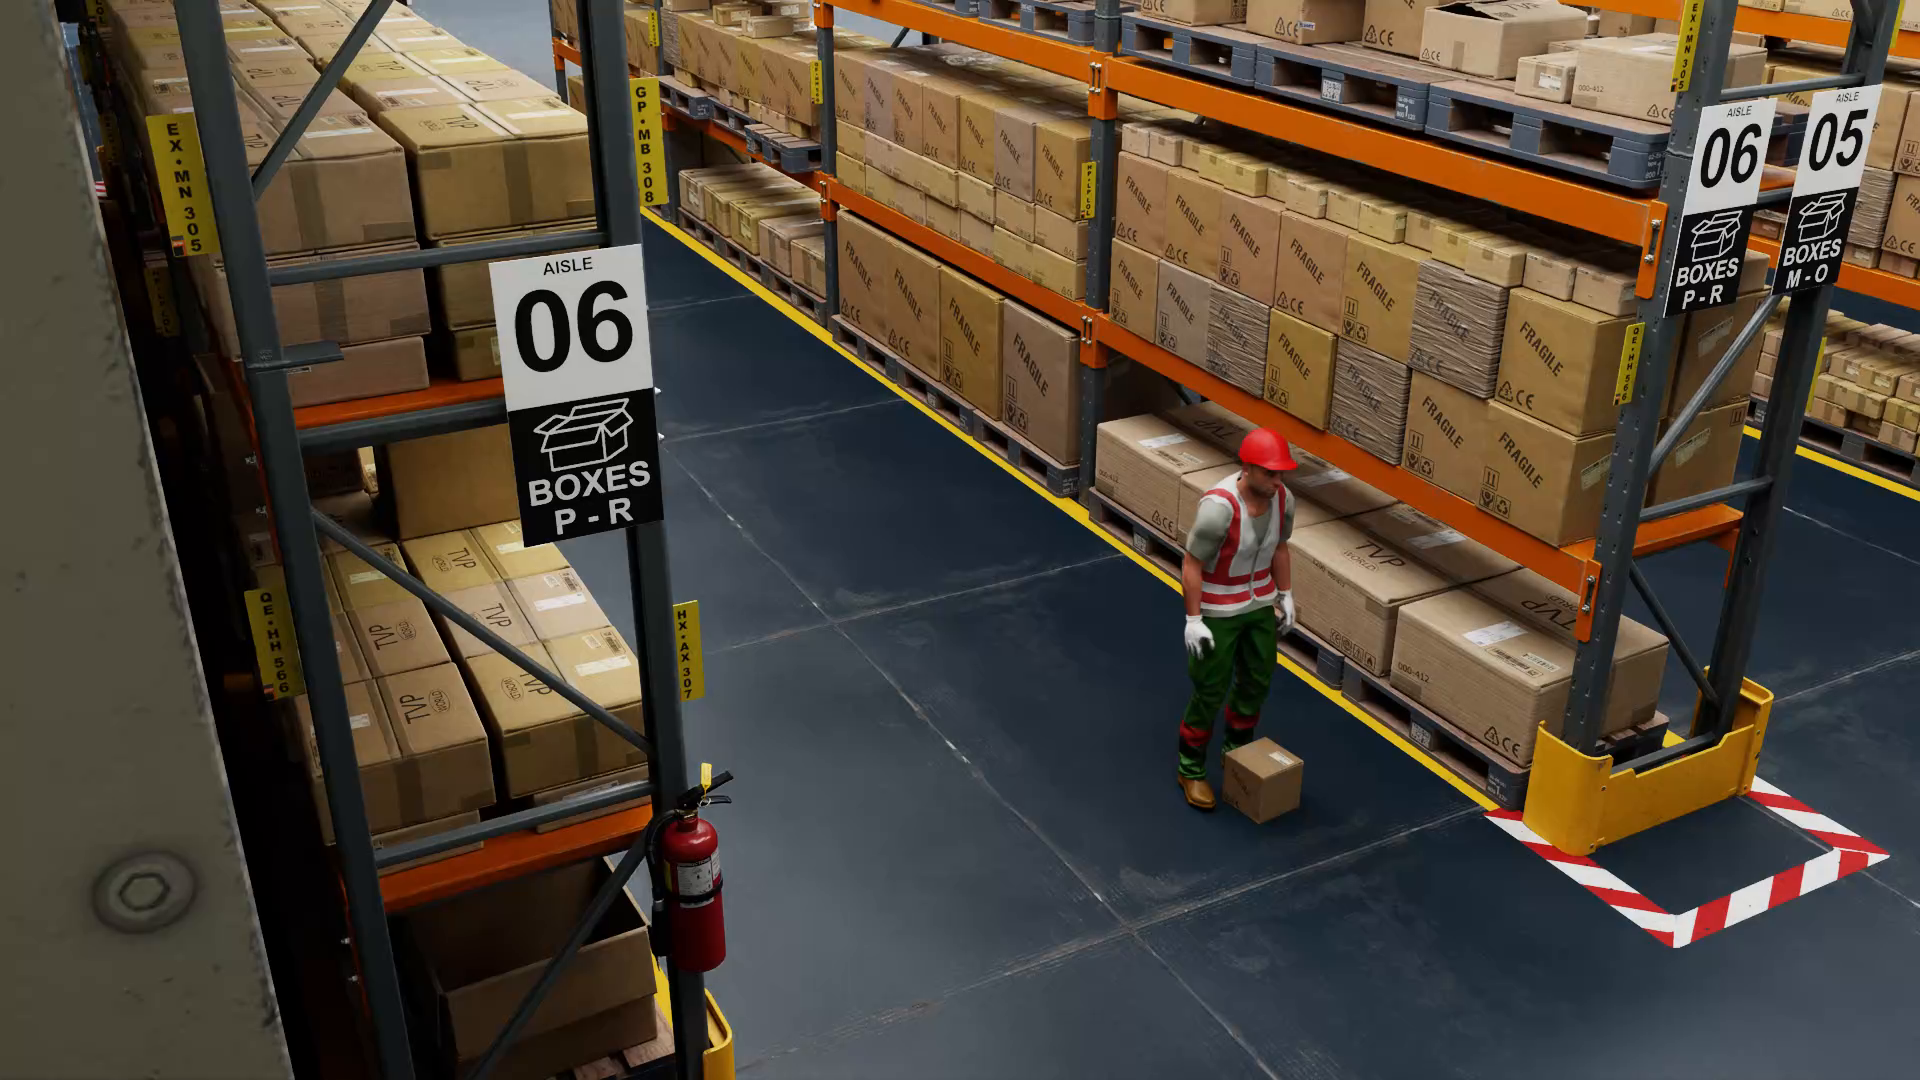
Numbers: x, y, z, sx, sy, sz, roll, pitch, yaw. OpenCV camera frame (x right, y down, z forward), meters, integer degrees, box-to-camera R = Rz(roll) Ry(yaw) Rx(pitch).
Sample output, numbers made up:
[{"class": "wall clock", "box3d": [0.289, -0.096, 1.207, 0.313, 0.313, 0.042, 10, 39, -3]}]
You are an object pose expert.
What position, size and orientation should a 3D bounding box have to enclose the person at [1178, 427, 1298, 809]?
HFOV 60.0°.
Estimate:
[{"class": "person", "box3d": [1.244, 0.324, 7.404, 0.607, 1.779, 0.451, -14, 29, -27]}]
